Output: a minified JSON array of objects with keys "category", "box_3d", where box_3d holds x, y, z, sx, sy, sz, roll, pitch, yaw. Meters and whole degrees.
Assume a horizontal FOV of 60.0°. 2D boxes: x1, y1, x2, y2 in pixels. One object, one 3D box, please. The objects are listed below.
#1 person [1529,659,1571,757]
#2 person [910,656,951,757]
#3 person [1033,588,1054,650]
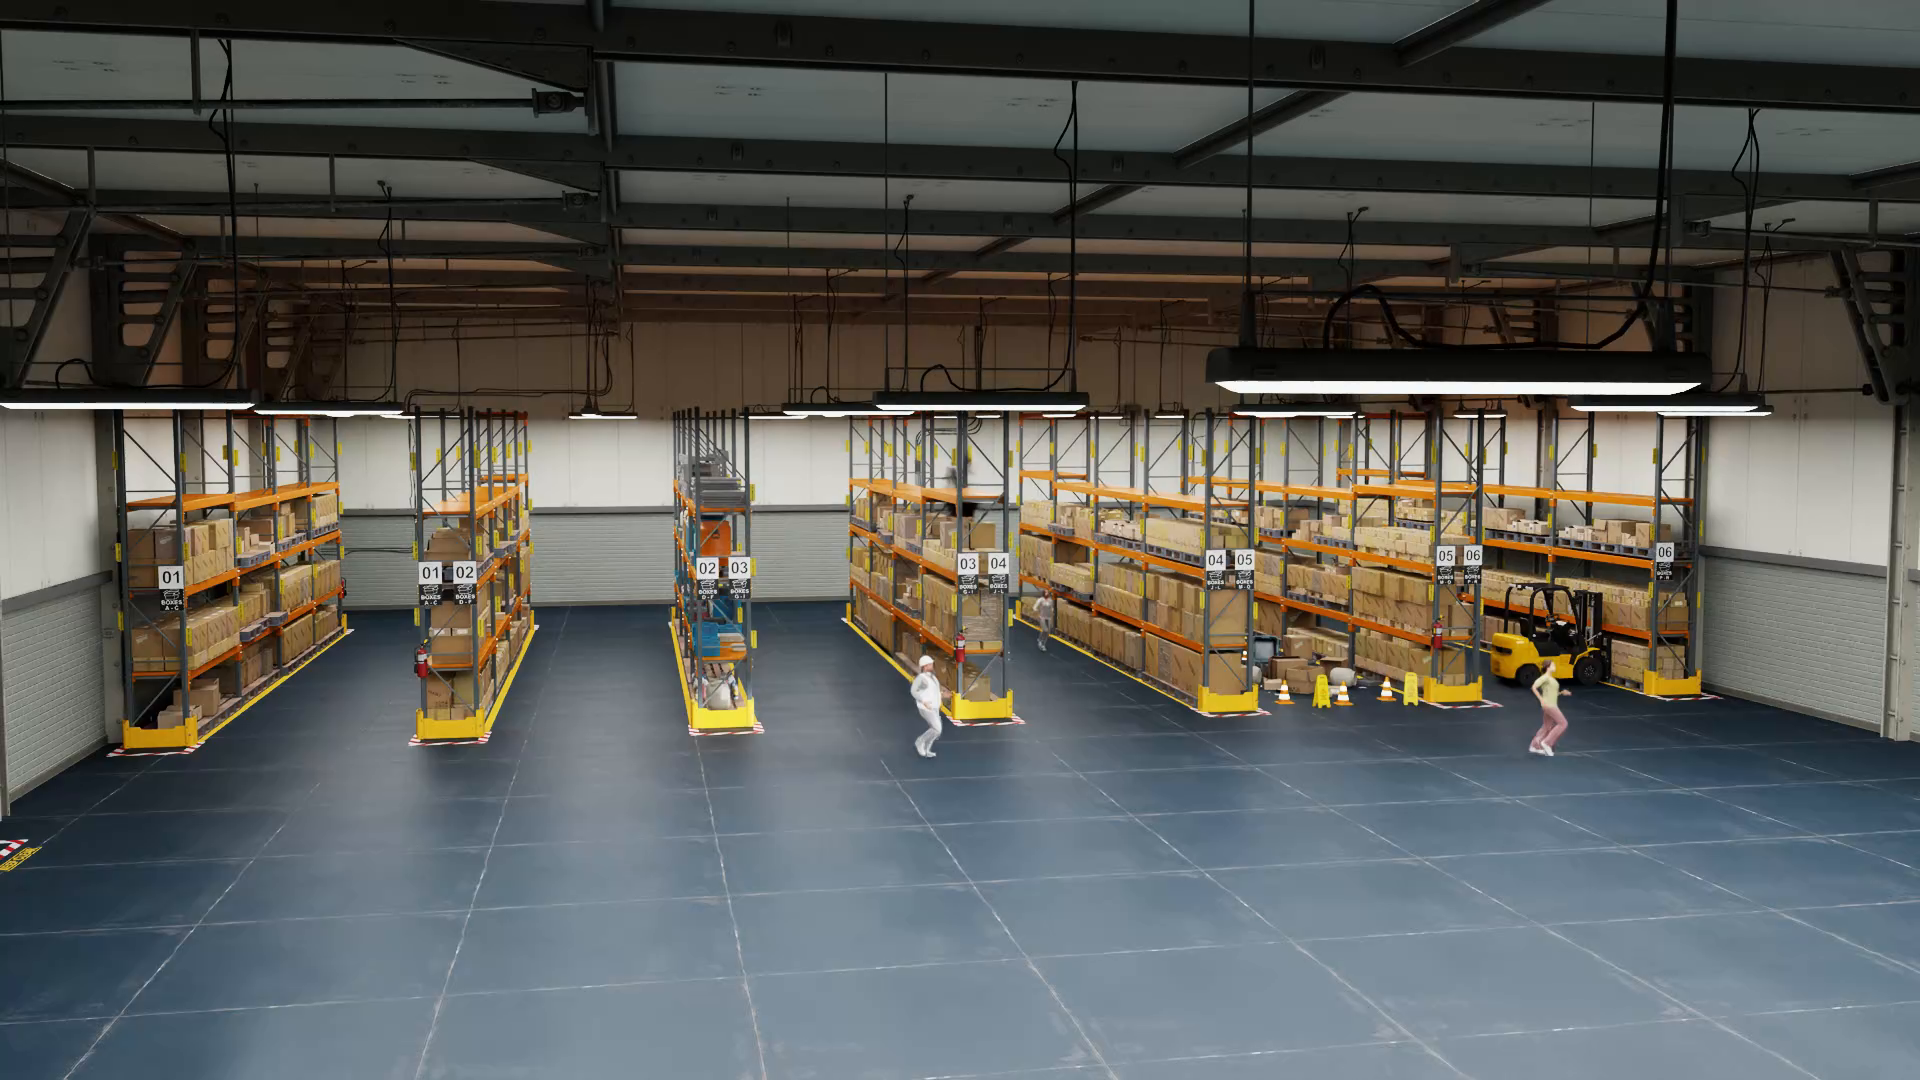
[{"category":"person","box_3d":[10.089,2.863,28.433,0.656,1.659,0.549,2,5,26]},{"category":"person","box_3d":[-0.469,2.838,28.283,0.577,1.727,0.651,2,4,23]},{"category":"person","box_3d":[2.134,2.033,41.505,0.514,1.463,0.562,-2,4,-21]}]
